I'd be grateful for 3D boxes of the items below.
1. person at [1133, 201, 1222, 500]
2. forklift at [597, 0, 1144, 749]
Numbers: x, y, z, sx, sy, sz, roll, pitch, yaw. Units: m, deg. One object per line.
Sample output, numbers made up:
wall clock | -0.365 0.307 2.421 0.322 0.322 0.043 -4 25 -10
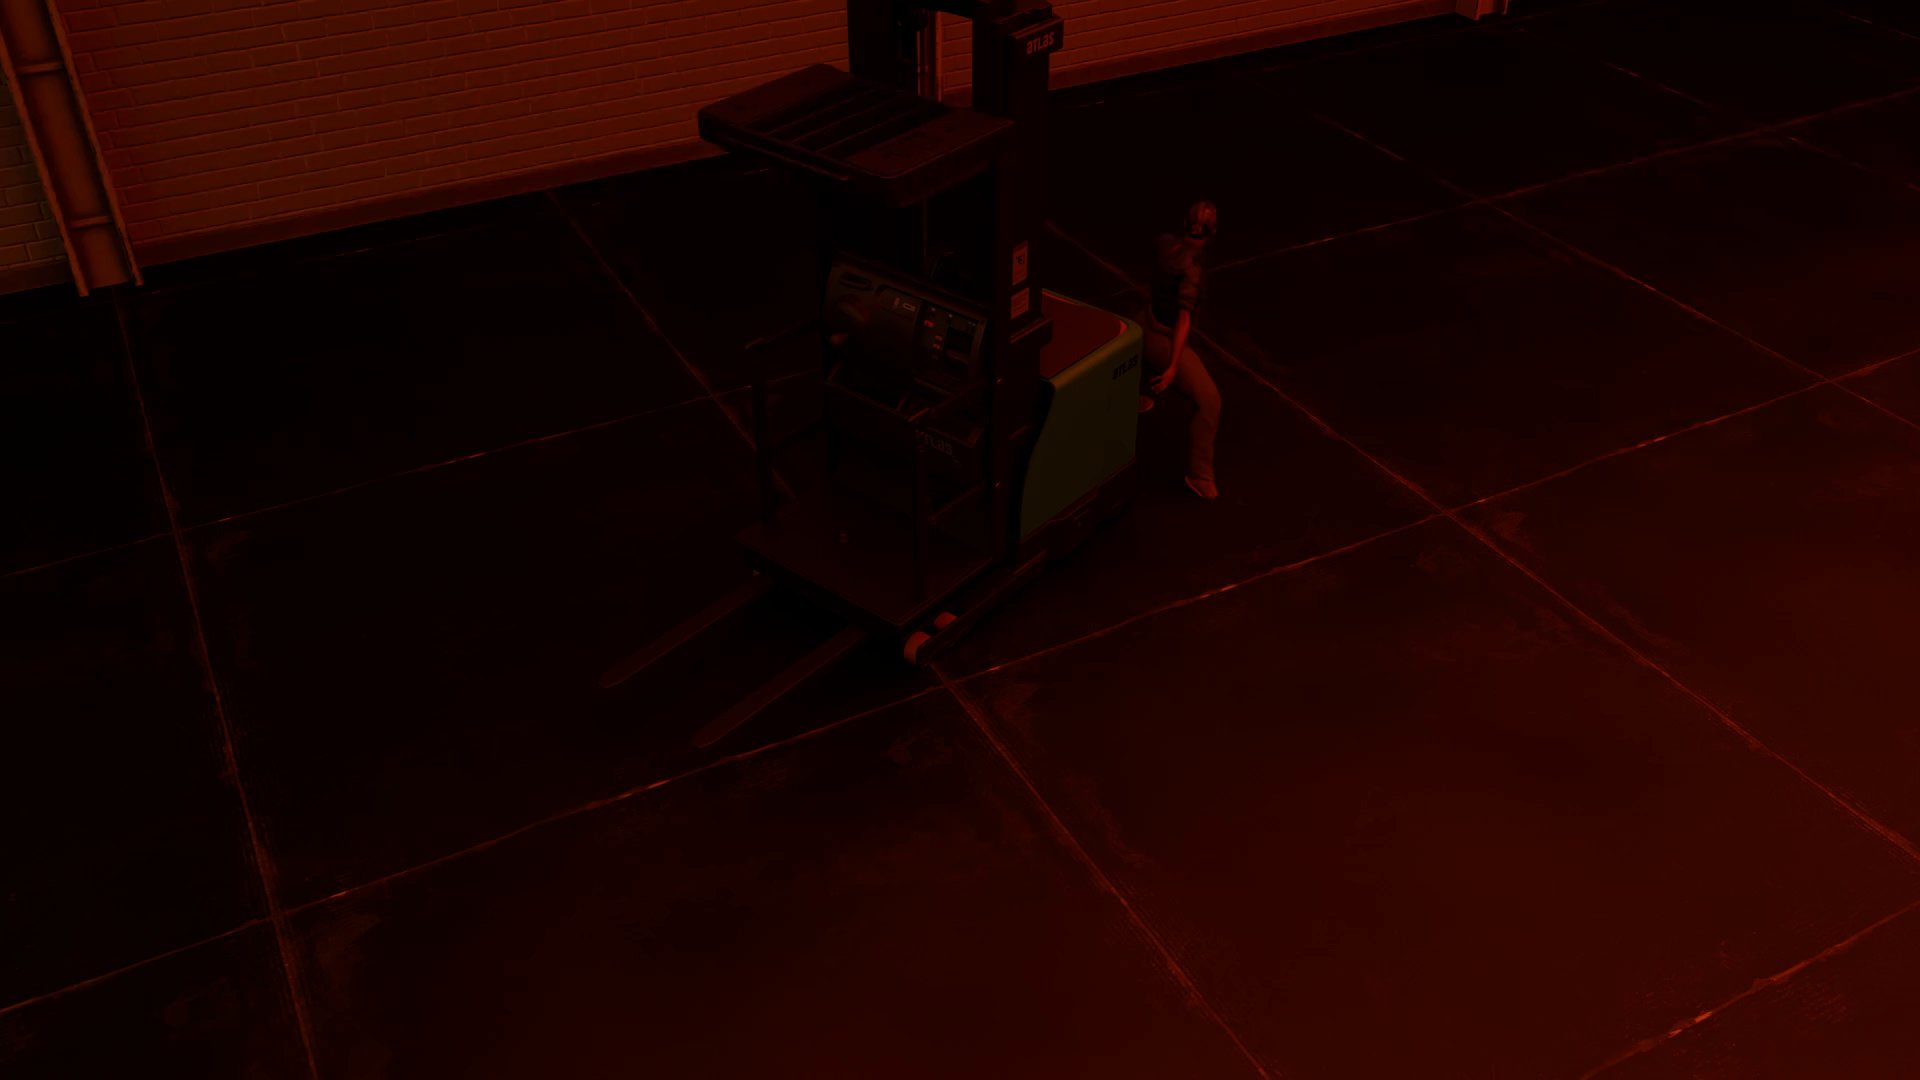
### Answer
person | 1.156 -1.047 8.925 0.538 1.589 1.070 -3 35 -4
forklift | -0.390 -0.927 7.434 1.130 2.935 3.031 26 43 31
